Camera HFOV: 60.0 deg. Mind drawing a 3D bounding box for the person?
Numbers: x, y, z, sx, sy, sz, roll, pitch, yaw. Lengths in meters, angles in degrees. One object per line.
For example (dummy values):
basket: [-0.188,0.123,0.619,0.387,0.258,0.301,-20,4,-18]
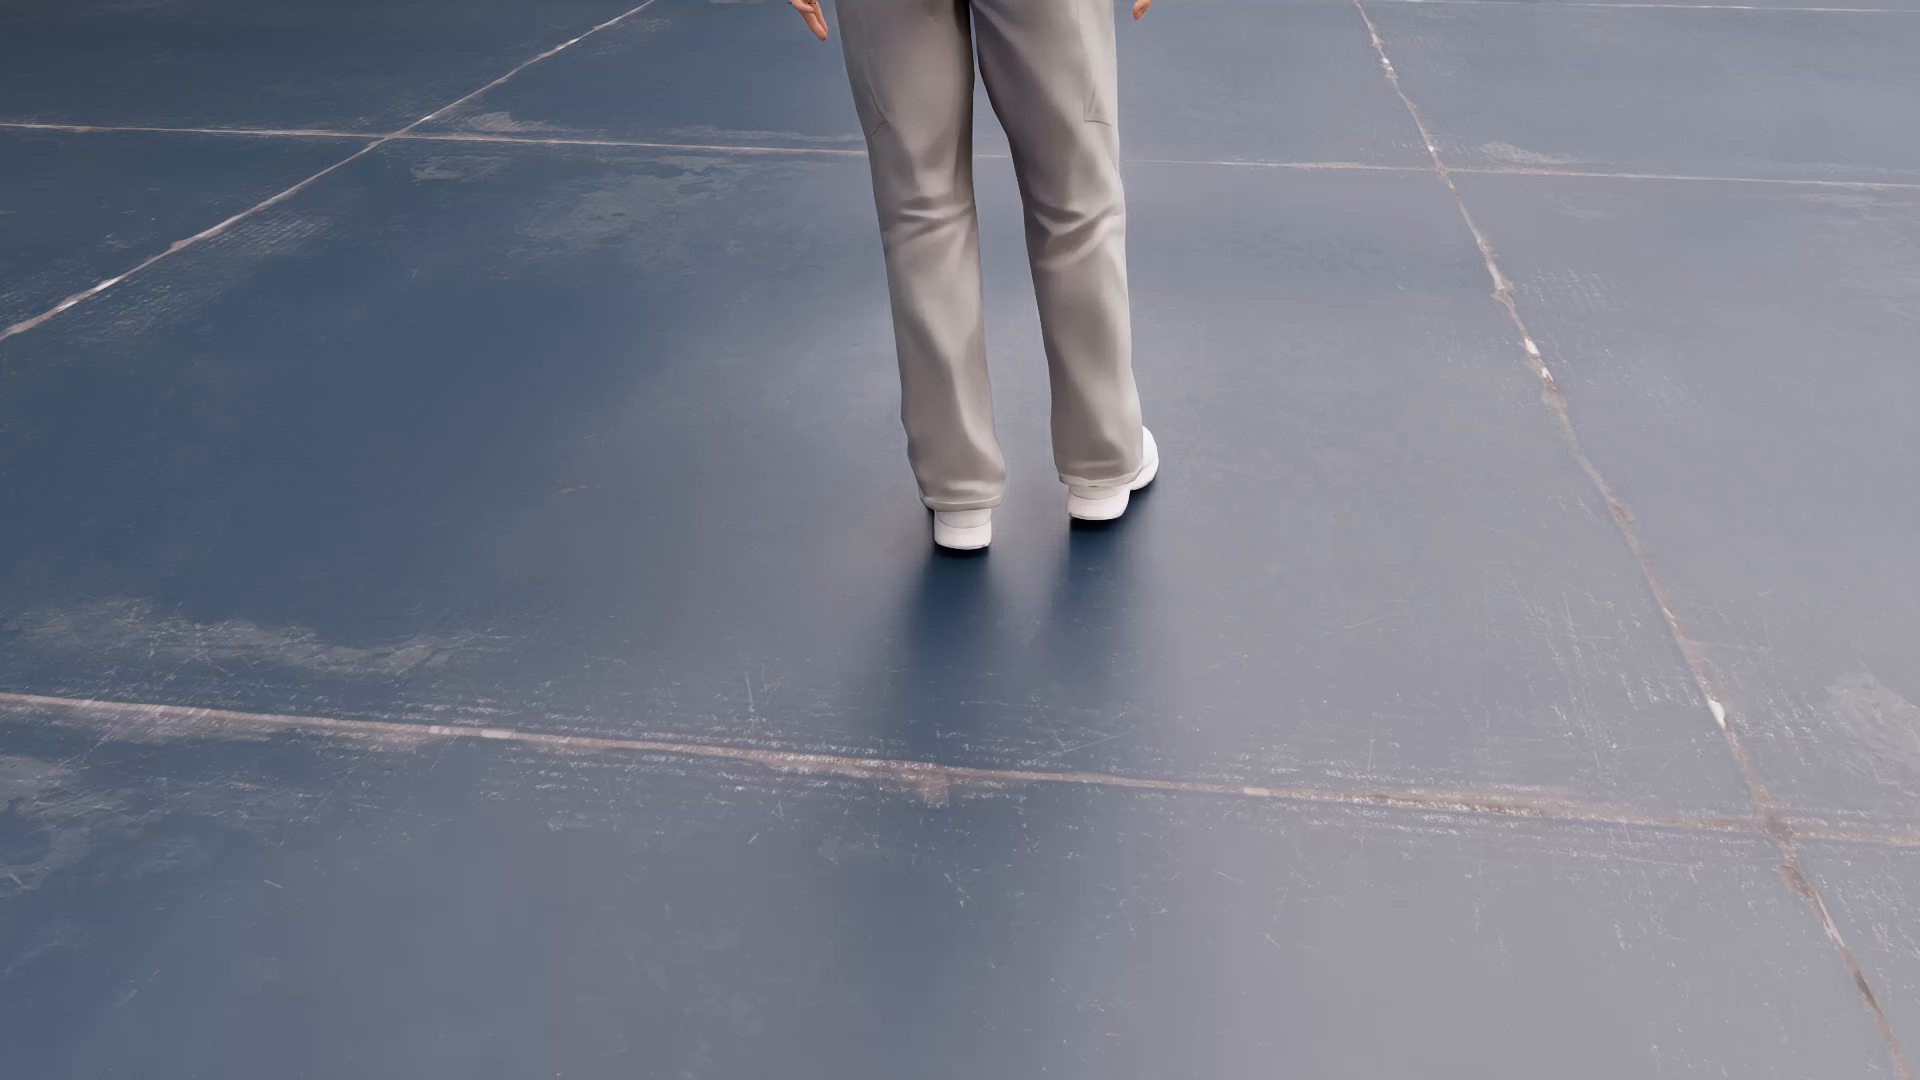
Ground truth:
person: [0.023,-0.788,2.186,0.550,1.675,0.549,3,27,7]
